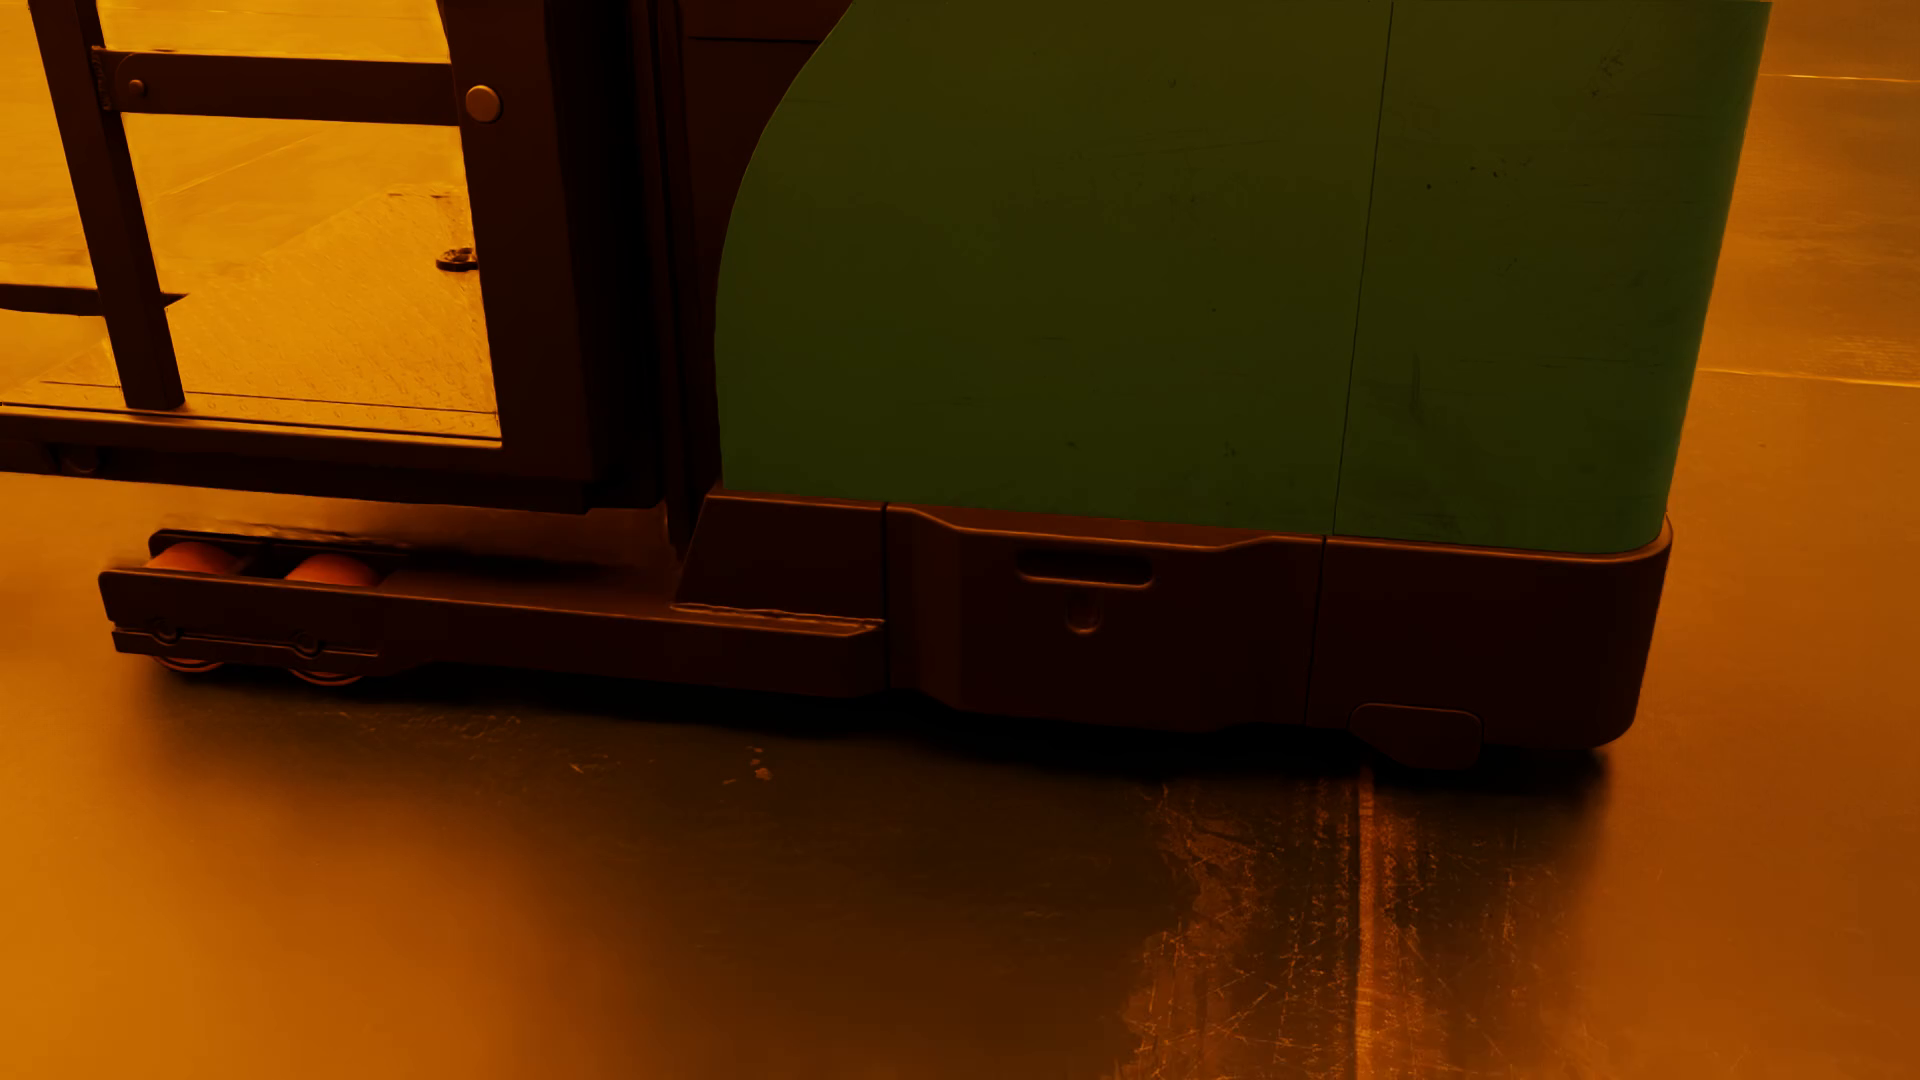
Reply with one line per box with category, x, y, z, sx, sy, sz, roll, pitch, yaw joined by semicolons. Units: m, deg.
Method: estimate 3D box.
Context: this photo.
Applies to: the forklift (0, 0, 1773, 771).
forklift;-0.633;-1.350;1.922;3.031;2.935;1.130;4;27;9
